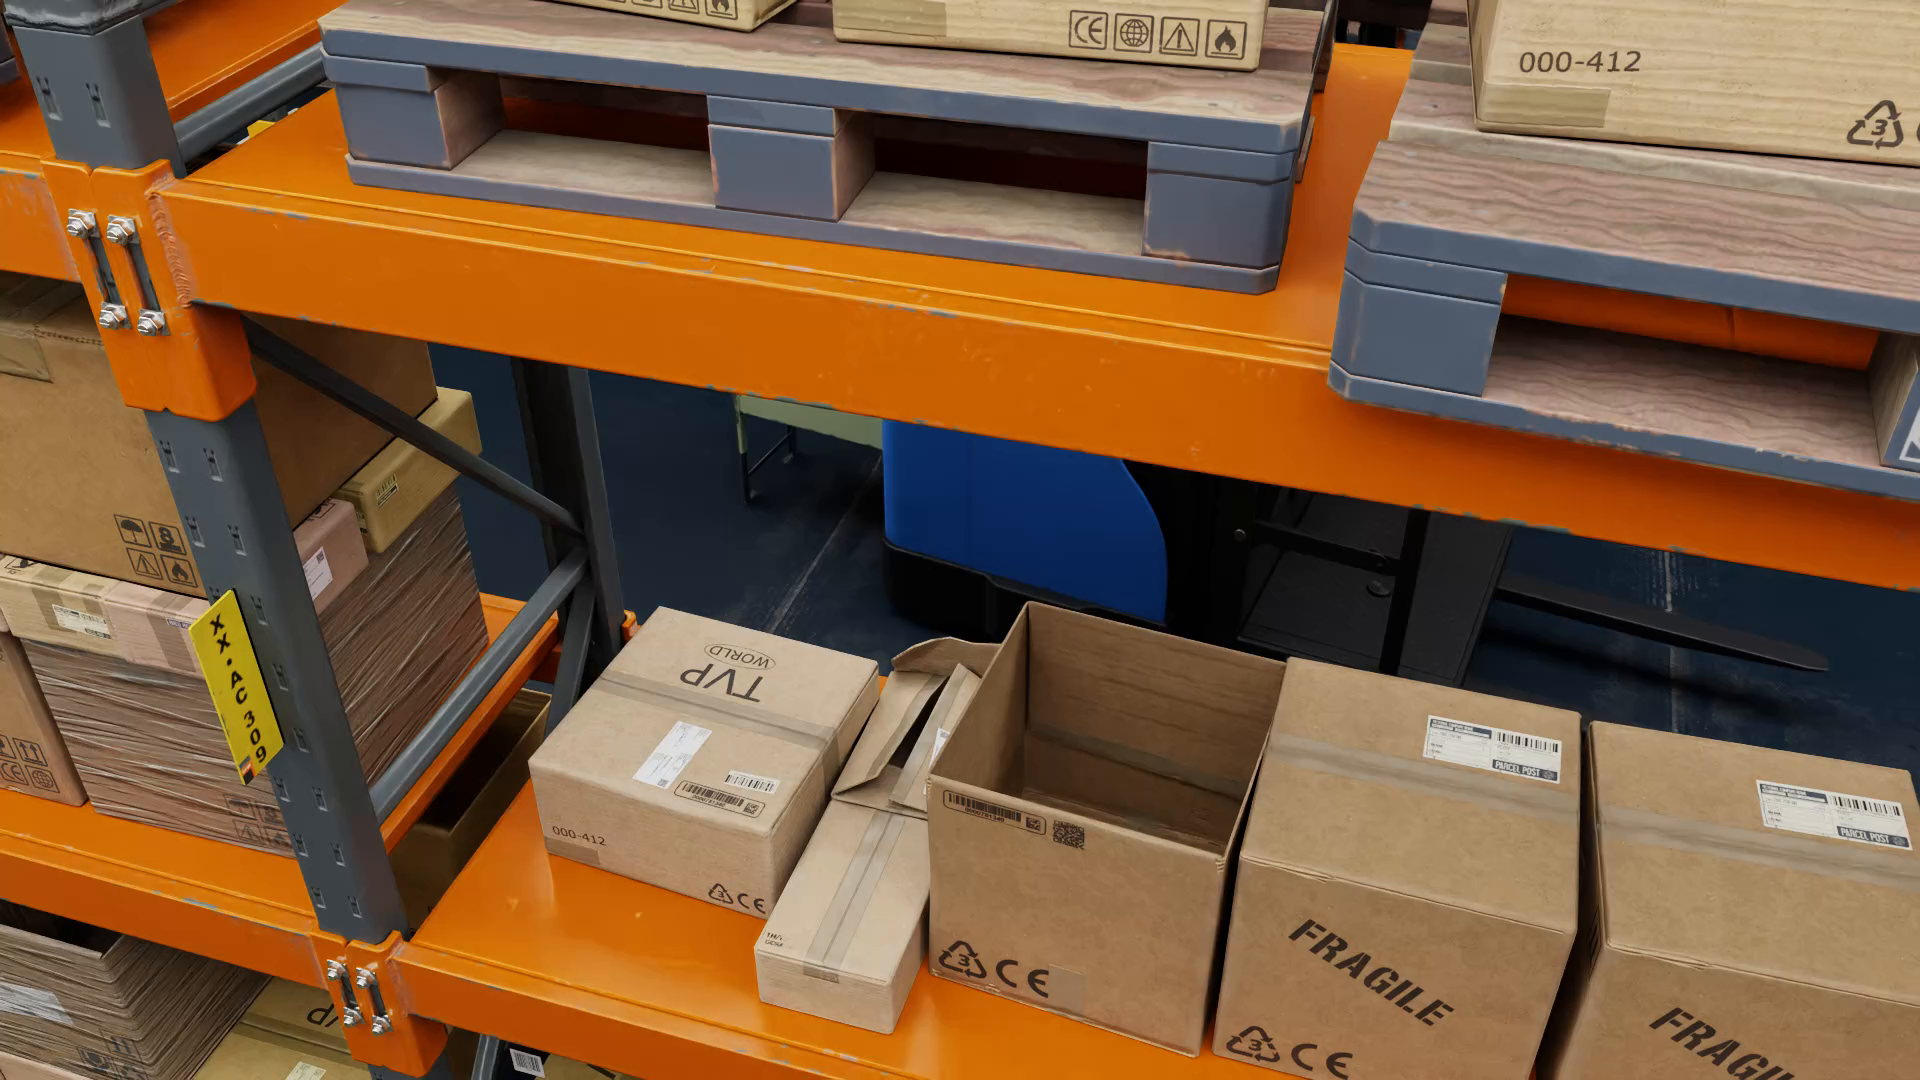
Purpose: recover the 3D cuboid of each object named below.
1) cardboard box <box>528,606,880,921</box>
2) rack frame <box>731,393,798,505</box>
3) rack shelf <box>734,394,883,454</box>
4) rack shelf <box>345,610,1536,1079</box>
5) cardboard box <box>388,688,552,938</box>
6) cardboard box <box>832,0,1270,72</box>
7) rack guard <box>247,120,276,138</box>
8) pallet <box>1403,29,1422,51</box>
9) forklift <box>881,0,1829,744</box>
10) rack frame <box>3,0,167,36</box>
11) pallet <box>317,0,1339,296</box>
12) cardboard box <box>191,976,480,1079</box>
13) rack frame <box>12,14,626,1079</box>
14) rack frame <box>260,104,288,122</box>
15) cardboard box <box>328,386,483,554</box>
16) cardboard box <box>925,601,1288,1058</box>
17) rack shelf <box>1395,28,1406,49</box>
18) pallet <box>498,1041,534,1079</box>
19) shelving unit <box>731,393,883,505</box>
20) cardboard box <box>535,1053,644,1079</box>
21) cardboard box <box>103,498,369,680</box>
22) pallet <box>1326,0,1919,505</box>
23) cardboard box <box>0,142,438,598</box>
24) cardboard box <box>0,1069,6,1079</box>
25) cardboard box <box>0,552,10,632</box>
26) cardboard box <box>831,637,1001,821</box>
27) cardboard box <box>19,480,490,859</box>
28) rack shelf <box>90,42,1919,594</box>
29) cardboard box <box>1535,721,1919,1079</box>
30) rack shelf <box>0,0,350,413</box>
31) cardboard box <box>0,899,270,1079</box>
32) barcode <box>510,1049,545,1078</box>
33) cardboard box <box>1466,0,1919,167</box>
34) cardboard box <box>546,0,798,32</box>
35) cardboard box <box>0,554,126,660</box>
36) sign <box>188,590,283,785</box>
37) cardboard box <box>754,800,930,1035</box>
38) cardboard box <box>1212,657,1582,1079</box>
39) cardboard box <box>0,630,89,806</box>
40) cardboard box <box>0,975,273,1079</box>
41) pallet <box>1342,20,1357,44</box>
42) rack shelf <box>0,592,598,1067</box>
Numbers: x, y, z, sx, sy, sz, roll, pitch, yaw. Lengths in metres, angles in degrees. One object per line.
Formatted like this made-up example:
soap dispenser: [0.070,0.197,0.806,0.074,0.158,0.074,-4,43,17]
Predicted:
cardboard box: [-0.483,0.424,3.270,0.500,0.250,0.500,13,38,17]
rack frame: [-0.752,-0.850,6.140,0.023,1.500,0.400,16,39,20]
rack shelf: [-0.421,-0.495,6.207,0.720,0.370,0.431,16,39,20]
rack shelf: [0.943,0.944,3.043,4.000,0.370,1.077,10,38,14]
cardboard box: [-1.315,0.678,4.131,0.500,0.500,0.500,10,38,14]
cardboard box: [0.144,-0.806,2.056,0.500,0.250,0.500,7,37,9]
rack guard: [-3.238,-2.189,8.803,0.348,0.500,1.175,10,38,14]
pallet: [2.424,-2.045,6.660,1.213,0.211,1.003,10,38,14]
forklift: [1.284,-0.820,4.891,3.031,2.935,1.130,16,39,20]
rack frame: [-0.966,-2.115,1.532,0.127,3.000,1.000,10,38,14]
pallet: [-0.120,-0.681,2.276,1.217,0.209,0.805,9,37,12]
cardboard box: [-1.474,1.281,3.944,0.500,0.250,0.500,10,38,14]
rack frame: [-0.966,0.301,3.311,0.127,3.000,1.000,10,38,14]
rack frame: [-3.311,-3.209,8.080,0.127,3.000,1.000,10,38,14]
cardboard box: [-1.165,-0.158,3.302,0.250,0.149,0.380,10,38,14]
cardboard box: [0.265,0.499,2.957,0.500,0.500,0.500,13,38,17]
rack shelf: [2.417,-1.859,6.852,4.000,0.370,1.077,10,38,14]
pallet: [-1.713,1.260,4.360,1.213,0.211,1.003,10,38,14]
shelving unit: [-0.421,-0.758,6.014,0.755,1.500,0.431,16,39,20]
cardboard box: [-0.646,1.227,3.544,0.500,0.311,0.500,11,38,14]
cardboard box: [-1.289,0.073,2.989,0.250,0.149,0.380,10,38,14]
pallet: [1.109,-0.389,1.877,1.213,0.211,1.003,12,38,16]
cardboard box: [-1.391,-0.337,2.998,0.500,0.500,0.700,11,38,14]
cardboard box: [-2.430,1.107,4.181,0.500,0.250,0.500,10,38,14]
cardboard box: [-1.776,-0.017,3.111,0.250,0.149,0.380,9,37,13]
cardboard box: [-0.072,0.407,3.280,0.258,0.266,0.396,10,37,13]
cardboard box: [-1.391,0.186,3.383,0.500,0.500,0.700,10,37,13]
rack shelf: [0.943,-0.264,2.154,4.000,0.370,1.077,10,38,14]
cardboard box: [1.246,0.680,2.711,0.500,0.500,0.500,9,37,11]
rack shelf: [-2.875,-0.971,3.115,4.000,0.370,1.077,10,38,14]
cardboard box: [-1.948,0.884,3.851,0.500,0.500,0.500,10,38,14]
barcode: [-0.847,1.025,3.255,0.075,0.075,0.001,10,38,14]
cardboard box: [0.841,-0.643,1.835,0.500,0.250,0.500,7,37,10]
cardboard box: [-0.381,-0.901,2.186,0.500,0.250,0.500,14,39,19]
cardboard box: [-1.525,0.028,3.050,0.250,0.149,0.380,10,37,13]
sign: [-1.130,0.235,2.603,0.005,0.325,0.100,10,38,14]
cardboard box: [-0.181,0.674,3.015,0.250,0.149,0.380,10,38,14]
cardboard box: [0.743,0.587,2.837,0.500,0.500,0.500,11,38,14]
cardboard box: [-1.897,0.096,3.504,0.500,0.500,0.700,10,38,13]
cardboard box: [-1.948,1.187,4.072,0.500,0.250,0.500,10,38,14]
pallet: [1.194,-2.208,6.881,1.213,0.211,1.003,10,38,14]
rack shelf: [-2.875,0.237,4.004,4.000,0.370,1.077,10,38,14]
